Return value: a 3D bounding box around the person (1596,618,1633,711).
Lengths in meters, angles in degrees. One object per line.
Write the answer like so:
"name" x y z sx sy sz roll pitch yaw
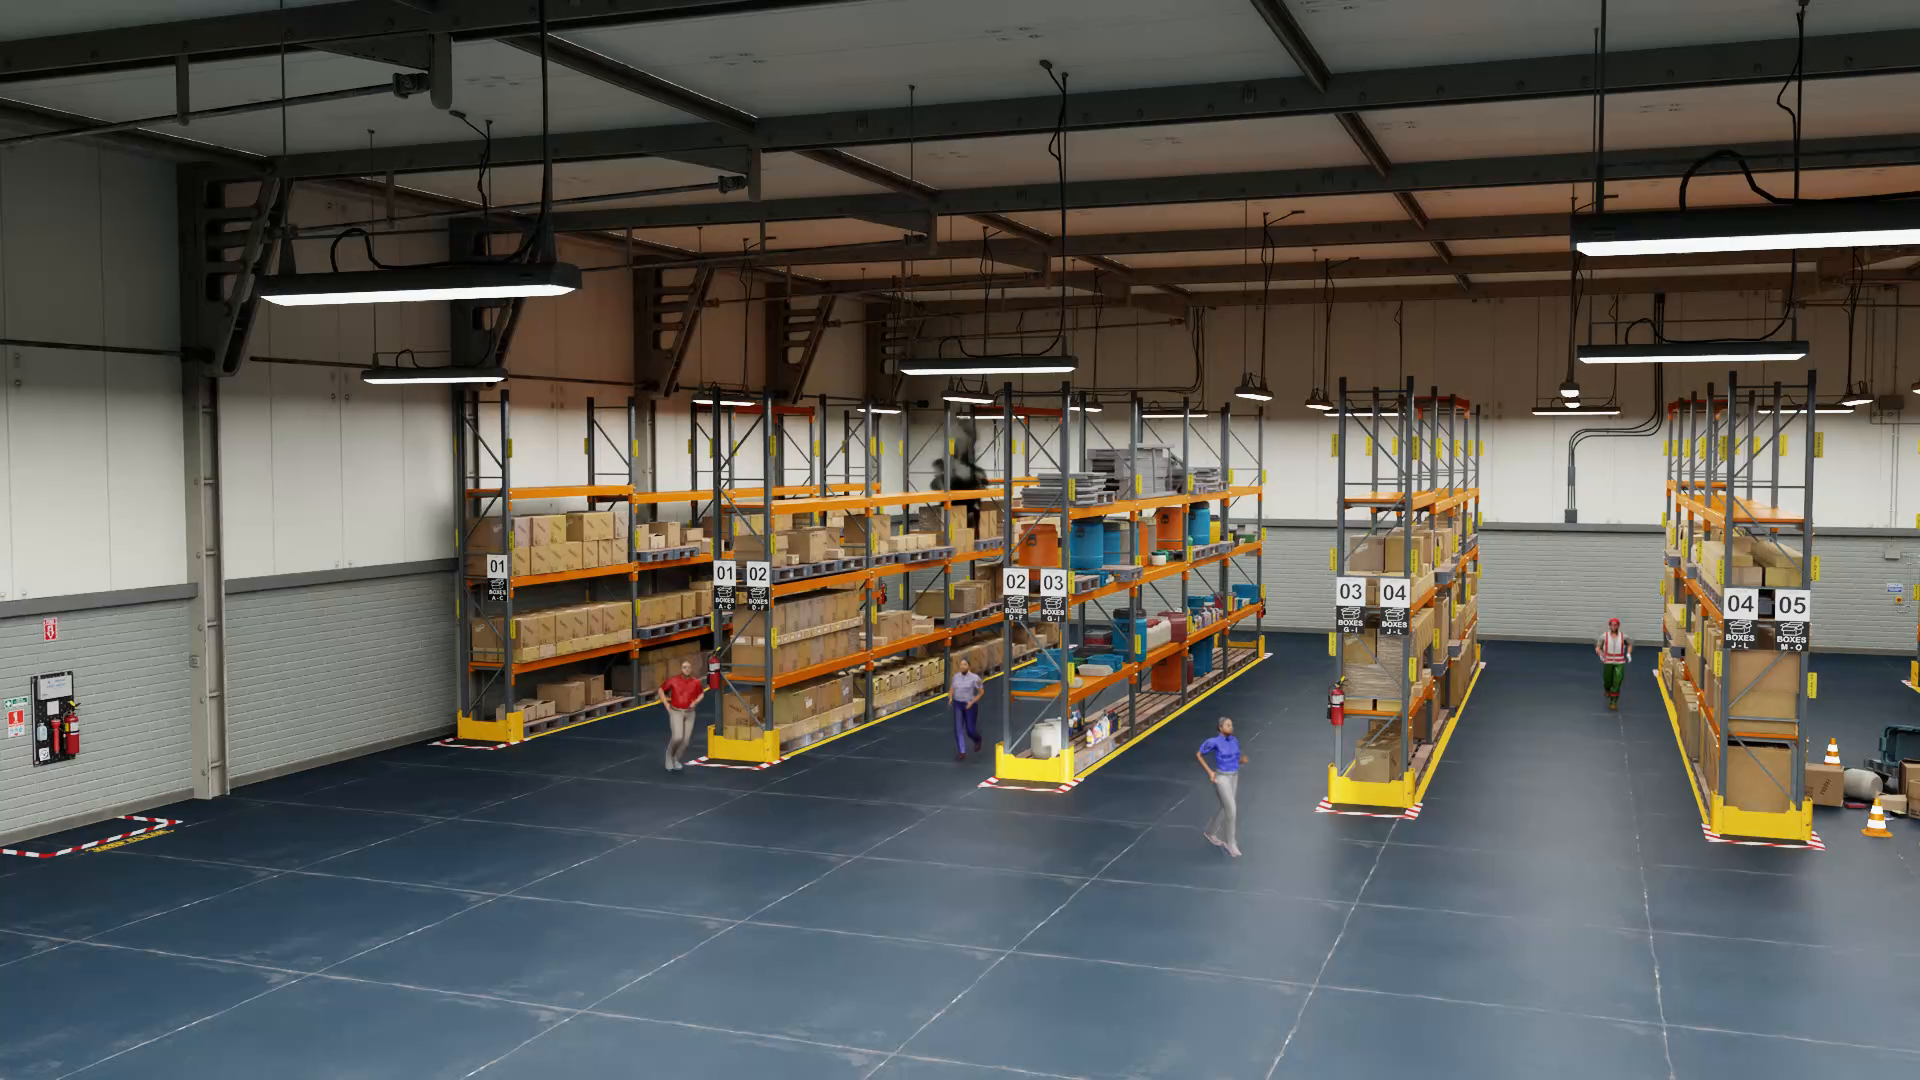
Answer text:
"person" 12.585 2.376 31.972 0.669 1.755 0.866 1 3 18

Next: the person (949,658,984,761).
"person" 0.099 2.714 26.891 0.627 1.623 0.690 1 3 21

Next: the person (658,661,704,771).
"person" -4.298 2.738 25.850 0.690 1.707 0.583 -2 4 -26

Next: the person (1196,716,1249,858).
"person" 3.280 3.036 20.605 0.558 1.714 0.708 -3 4 -41
